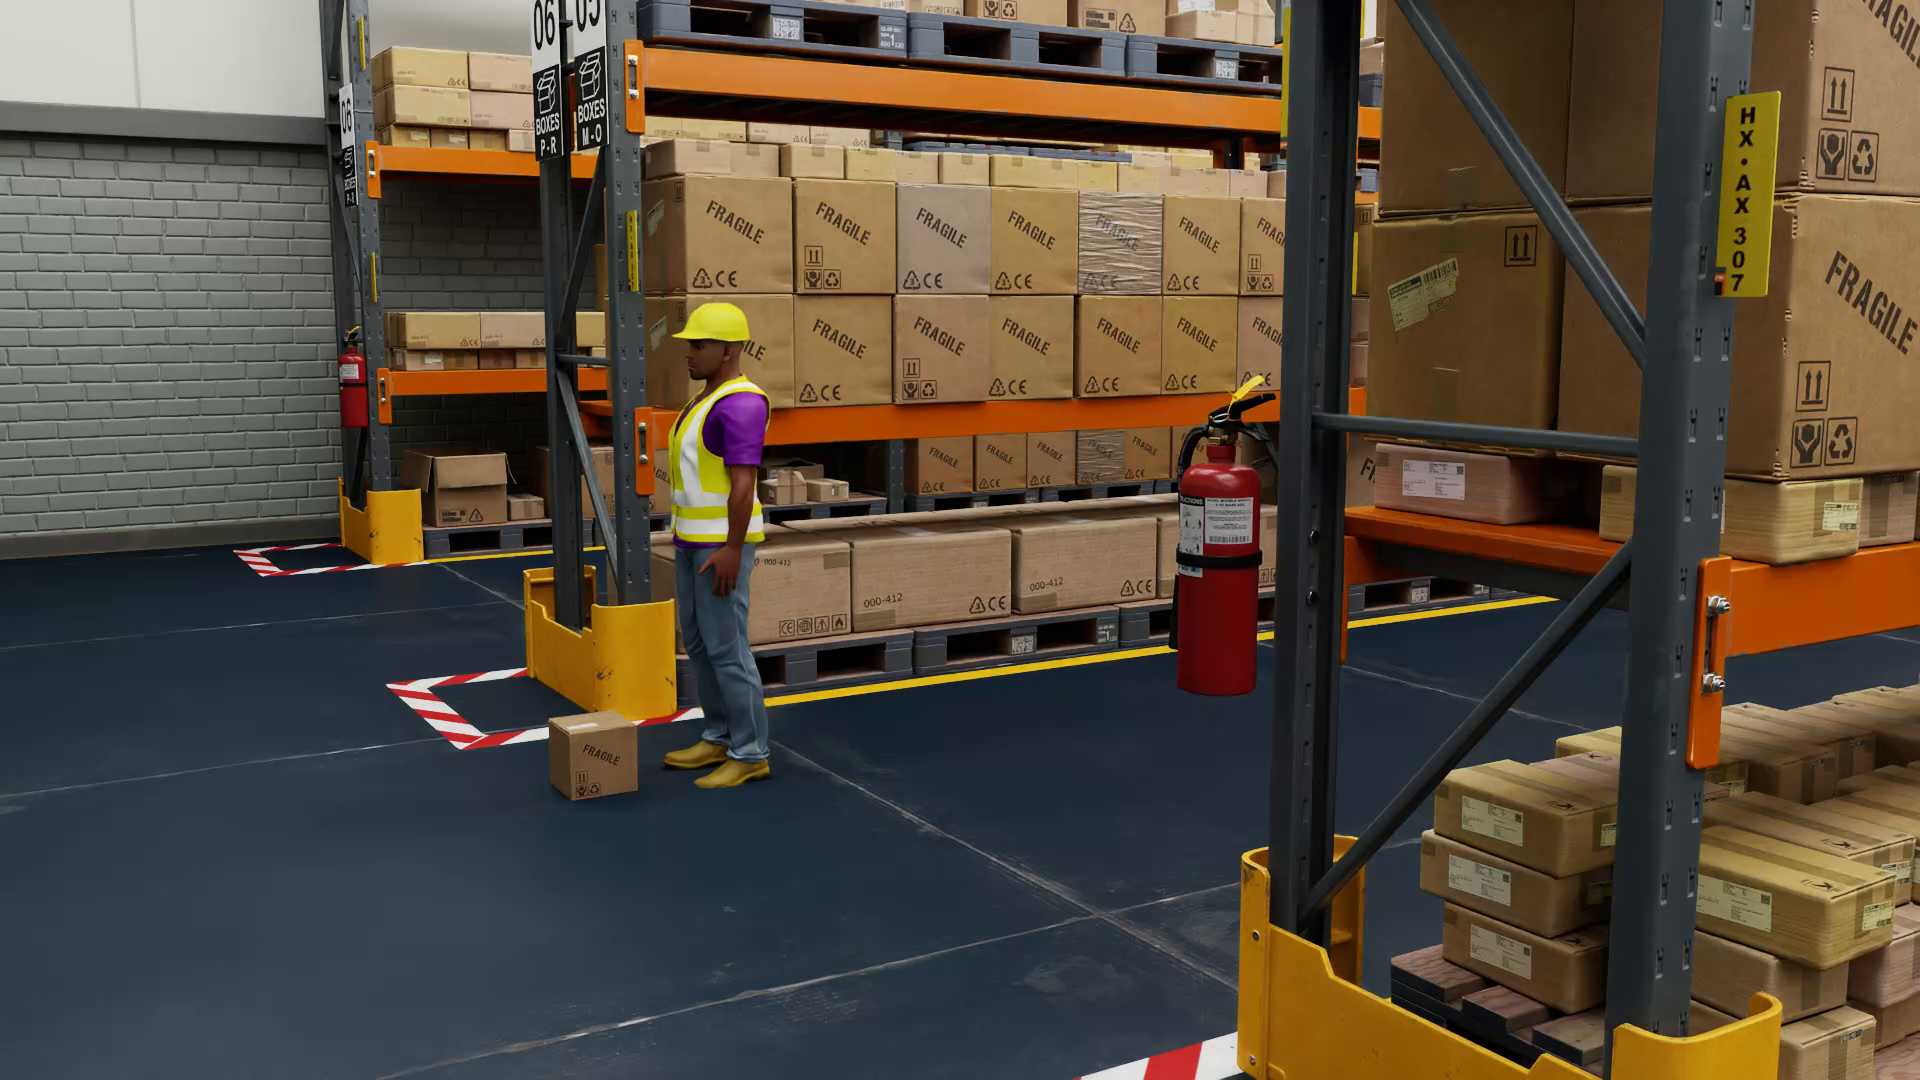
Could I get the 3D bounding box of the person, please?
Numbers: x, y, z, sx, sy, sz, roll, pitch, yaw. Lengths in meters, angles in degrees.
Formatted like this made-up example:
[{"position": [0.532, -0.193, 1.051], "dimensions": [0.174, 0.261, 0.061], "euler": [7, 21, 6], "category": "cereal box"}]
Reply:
[{"position": [-0.907, 0.021, 6.177], "dimensions": [0.368, 1.785, 0.564], "euler": [-4, 9, -24], "category": "person"}]
